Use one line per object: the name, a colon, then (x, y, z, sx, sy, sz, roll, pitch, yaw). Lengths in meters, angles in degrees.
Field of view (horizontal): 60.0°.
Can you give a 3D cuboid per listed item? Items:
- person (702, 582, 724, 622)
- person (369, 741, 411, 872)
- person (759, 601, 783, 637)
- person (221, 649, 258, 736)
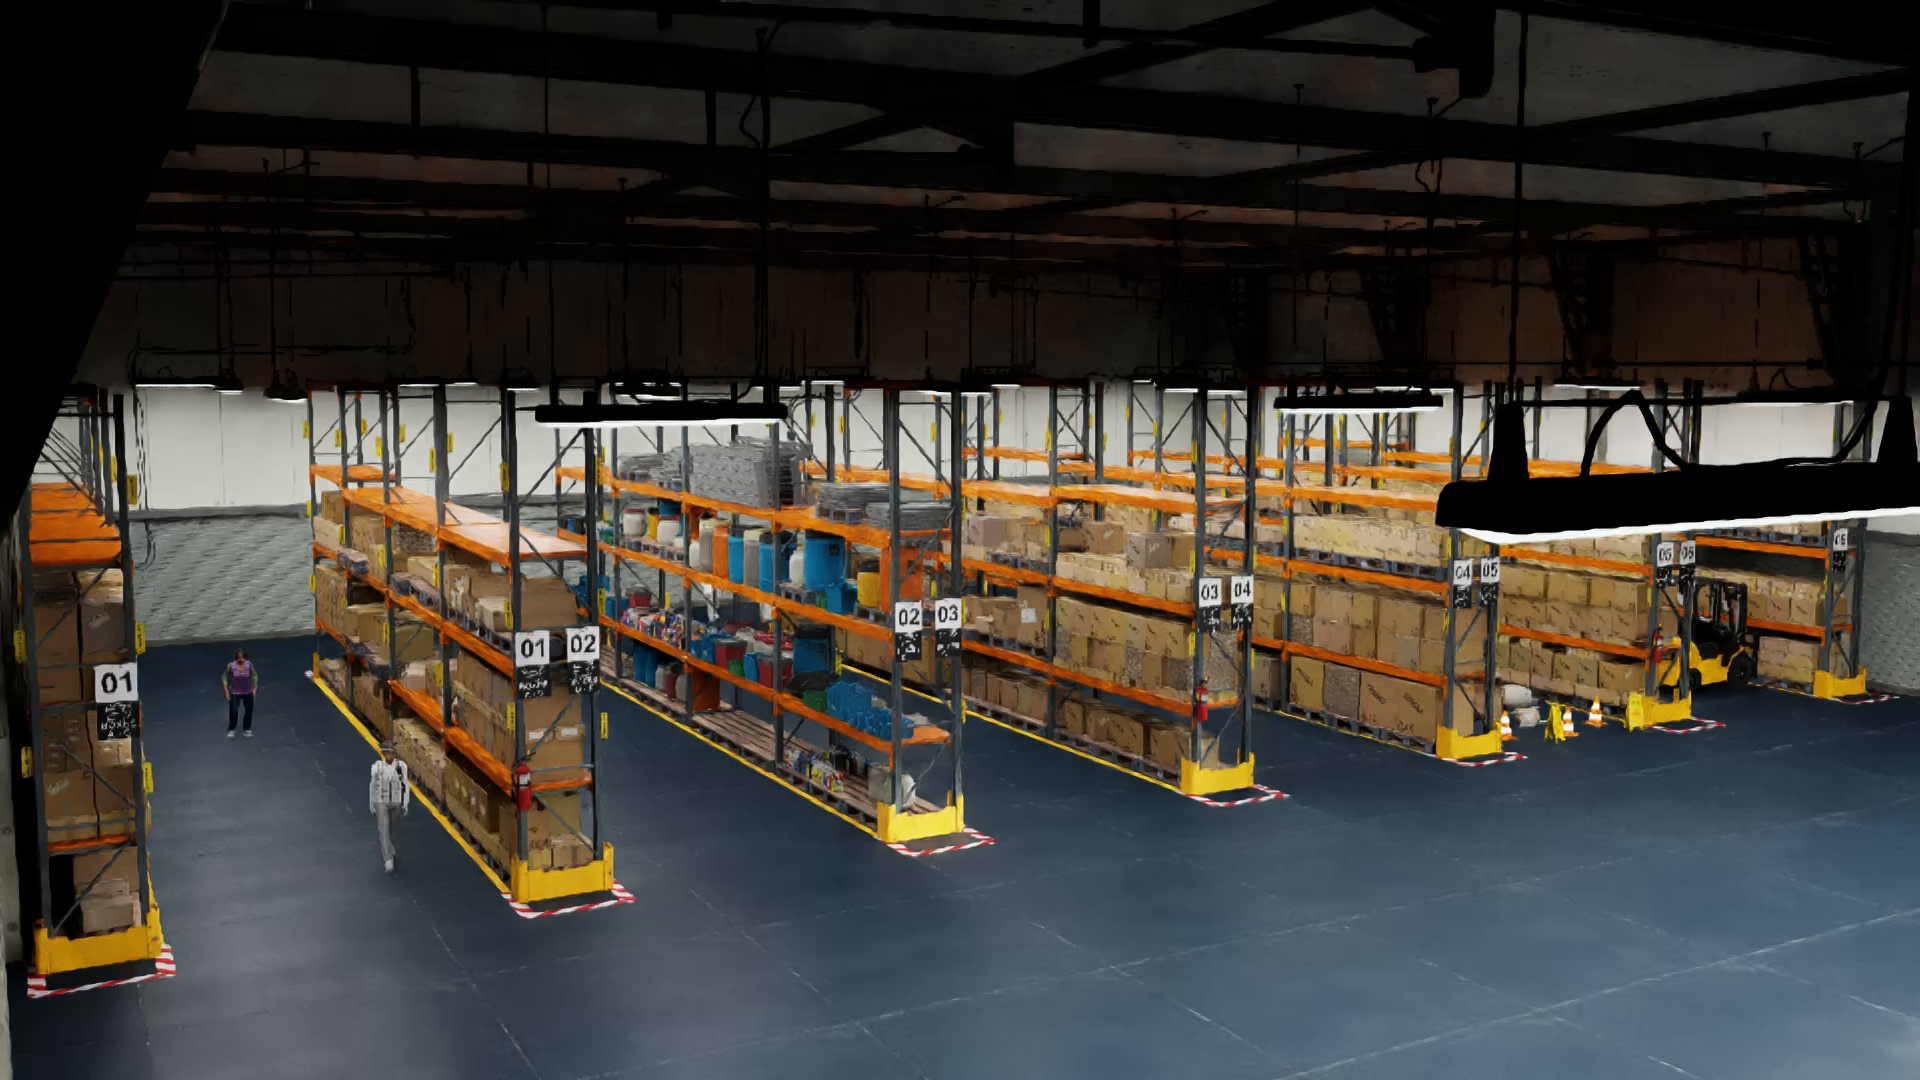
person: (-6.034, 1.117, 40.882, 0.566, 1.716, 1.102, -2, 6, -20)
person: (-7.174, 3.295, 20.972, 0.488, 1.587, 1.089, -4, 7, -31)
person: (-4.111, 1.637, 36.118, 0.543, 1.700, 1.114, -3, 7, -26)
person: (-12.177, 2.583, 28.135, 0.566, 1.541, 0.519, -4, 7, -32)
